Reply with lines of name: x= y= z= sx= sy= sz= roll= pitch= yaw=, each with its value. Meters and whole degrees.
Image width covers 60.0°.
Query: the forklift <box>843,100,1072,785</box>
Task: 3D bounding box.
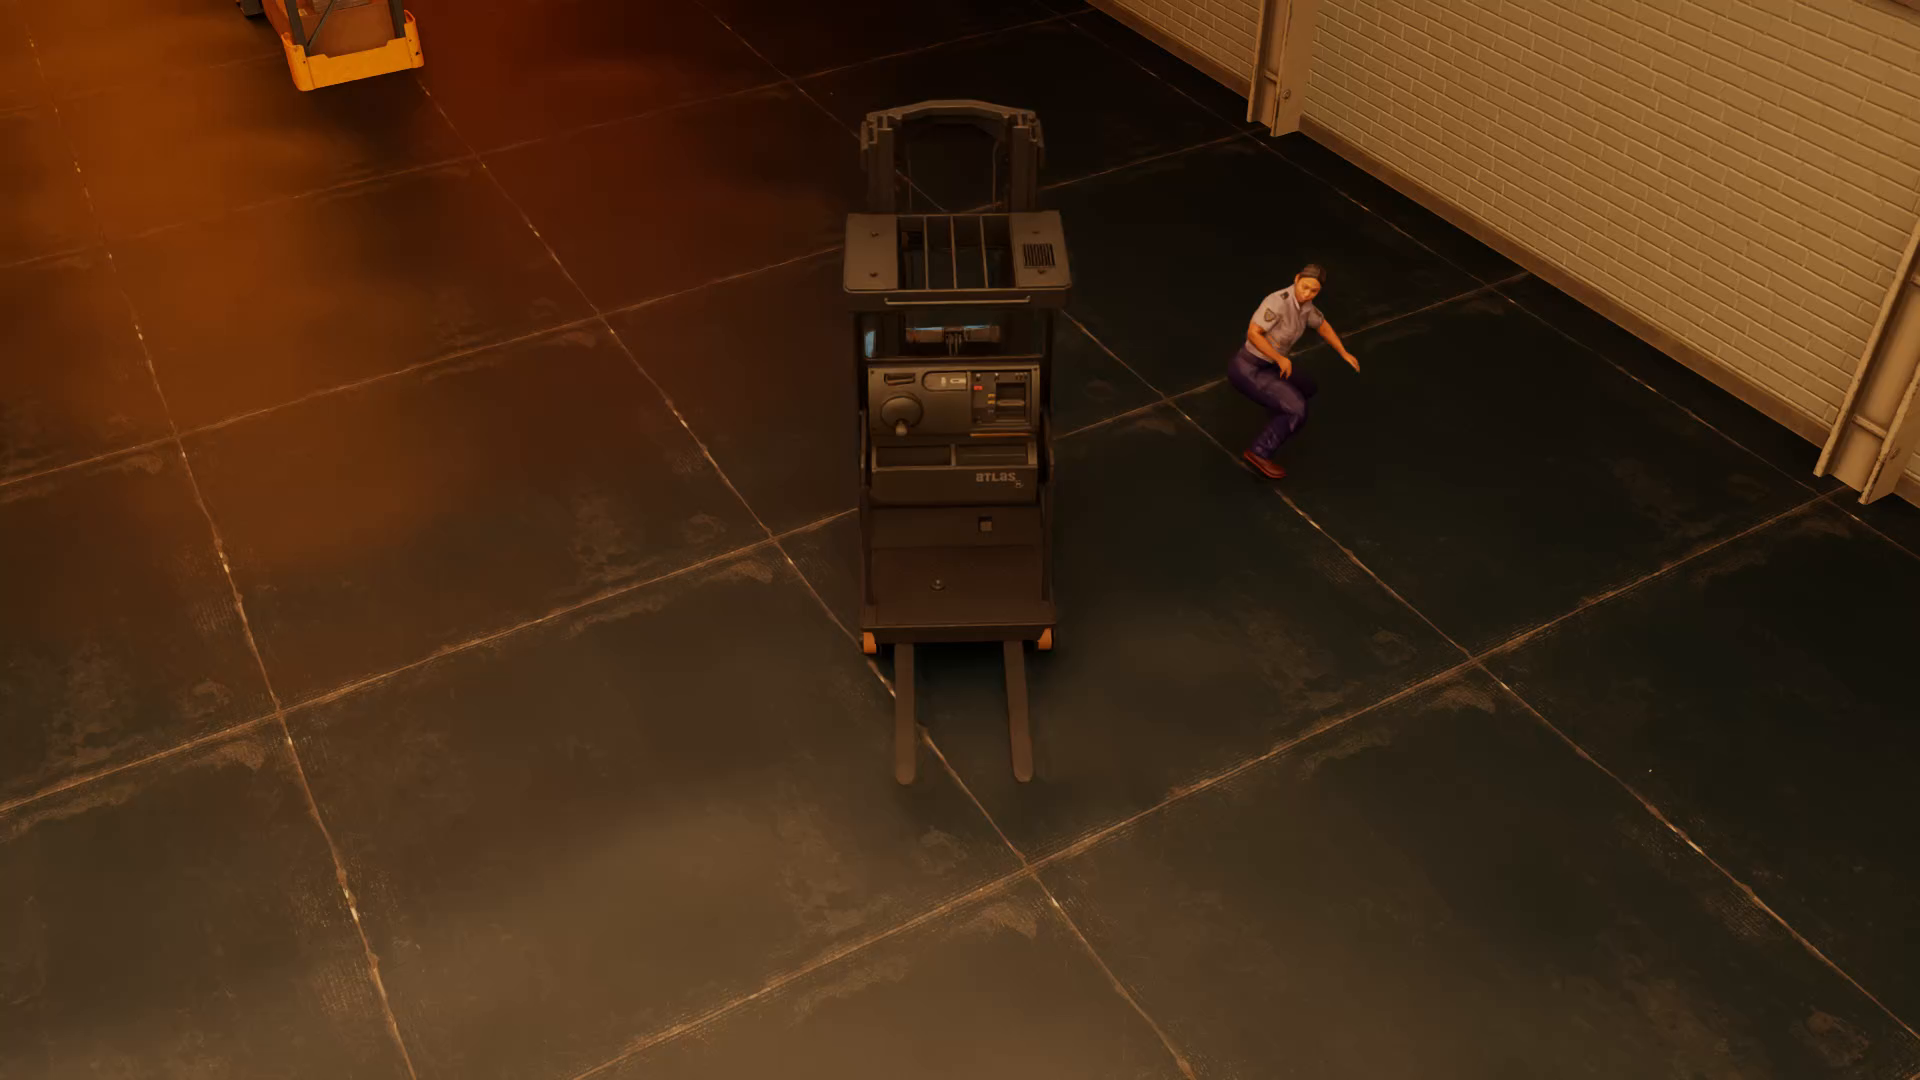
forklift: x=-0.022 y=-0.682 z=8.859 sx=1.130 sy=2.935 sz=3.031 roll=-1 pitch=40 yaw=-1

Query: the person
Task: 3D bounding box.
person: x=2.124 y=-1.123 z=10.644 sx=0.731 sy=1.445 sz=0.887 roll=19 pitch=43 yaw=21
